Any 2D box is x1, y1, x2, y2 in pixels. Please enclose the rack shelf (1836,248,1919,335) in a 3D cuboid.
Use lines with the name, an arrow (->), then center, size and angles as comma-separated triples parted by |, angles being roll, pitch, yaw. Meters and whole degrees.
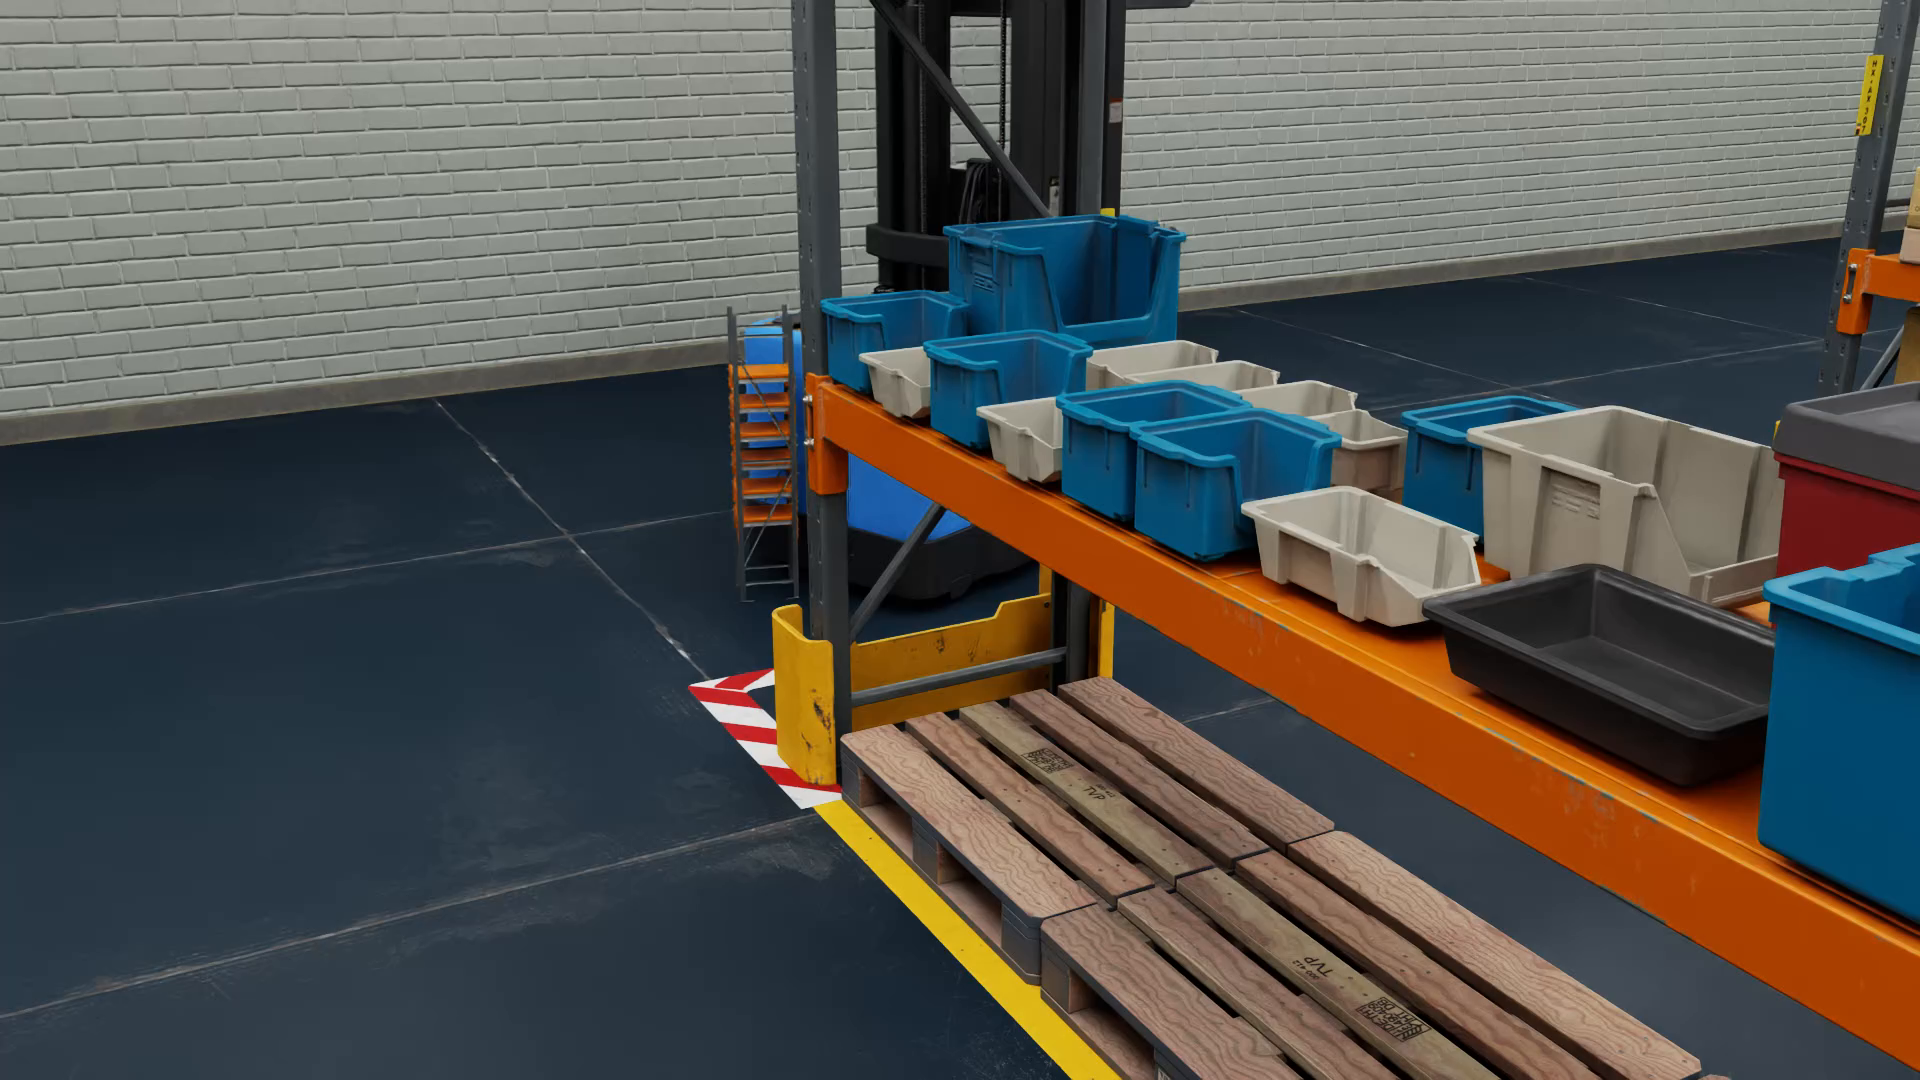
rack shelf -> 5.292, -0.607, 5.895 | 1.077, 0.370, 4.000 | -10, 21, -27

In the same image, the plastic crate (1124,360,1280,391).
plastic crate -> 0.655, -0.366, 4.407 | 0.396, 0.136, 0.243 | -10, 21, -27

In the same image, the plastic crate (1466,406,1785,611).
plastic crate -> 1.320, -0.045, 3.253 | 0.437, 0.282, 0.530 | -10, 21, -27

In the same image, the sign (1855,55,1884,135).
sign -> 3.851, -1.884, 7.043 | 0.100, 0.325, 0.005 | -10, 21, -27

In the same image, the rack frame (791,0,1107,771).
rack frame -> -0.017, -0.754, 5.218 | 1.000, 3.000, 0.127 | -10, 21, -27

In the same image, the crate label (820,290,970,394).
crate label -> -0.189, -0.581, 4.883 | 0.416, 0.233, 0.303 | -10, 21, -27

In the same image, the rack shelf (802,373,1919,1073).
rack shelf -> 0.933, 0.160, 3.672 | 1.077, 0.370, 4.000 | -10, 21, -27

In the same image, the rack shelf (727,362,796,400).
rack shelf -> -0.797, -0.640, 6.674 | 0.258, 0.103, 0.180 | -4, 20, -12

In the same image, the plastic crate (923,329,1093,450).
plastic crate -> 0.123, -0.392, 4.335 | 0.416, 0.233, 0.300 | -10, 21, -27

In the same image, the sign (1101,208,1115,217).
sign -> 0.460, -0.921, 5.452 | 0.100, 0.325, 0.005 | -10, 21, -27

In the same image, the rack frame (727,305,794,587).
rack frame -> -0.820, -0.373, 6.864 | 0.240, 1.200, 0.006 | -4, 20, -12

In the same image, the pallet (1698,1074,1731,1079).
pallet -> 1.499, 1.507, 2.940 | 1.003, 0.211, 1.213 | -10, 21, -27

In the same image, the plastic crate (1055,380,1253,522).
plastic crate -> 0.436, -0.203, 3.787 | 0.416, 0.233, 0.300 | -10, 21, -27

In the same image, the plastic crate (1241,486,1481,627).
plastic crate -> 0.791, 0.037, 3.237 | 0.293, 0.136, 0.466 | -10, 21, -27

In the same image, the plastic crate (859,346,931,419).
plastic crate -> -0.110, -0.431, 4.594 | 0.250, 0.136, 0.298 | -10, 21, -27

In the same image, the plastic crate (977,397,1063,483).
plastic crate -> 0.212, -0.236, 4.030 | 0.250, 0.136, 0.298 | -10, 21, -27

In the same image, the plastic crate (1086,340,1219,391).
plastic crate -> 0.530, -0.452, 4.654 | 0.396, 0.136, 0.243 | -10, 21, -27

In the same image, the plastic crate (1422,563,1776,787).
plastic crate -> 1.115, 0.216, 2.736 | 0.437, 0.125, 0.590 | -10, 21, -27

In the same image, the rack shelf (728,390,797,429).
rack shelf -> -0.798, -0.527, 6.714 | 0.258, 0.103, 0.180 | -4, 20, -12

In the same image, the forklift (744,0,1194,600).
forklift -> 0.397, -1.553, 7.637 | 1.130, 2.935, 3.031 | 15, 24, 37

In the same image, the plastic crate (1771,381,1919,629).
plastic crate -> 1.679, 0.040, 2.726 | 0.402, 0.464, 0.583 | -10, 21, -27

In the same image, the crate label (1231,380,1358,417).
crate label -> 0.808, -0.290, 4.186 | 0.396, 0.136, 0.243 | -10, 21, -27

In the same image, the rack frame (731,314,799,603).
rack frame -> -0.780, -0.313, 6.695 | 0.240, 1.200, 0.006 | -4, 20, -12

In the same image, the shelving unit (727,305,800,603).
shelving unit -> -0.800, -0.343, 6.780 | 0.258, 1.200, 0.189 | -4, 20, -12

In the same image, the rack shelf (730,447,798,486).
rack shelf -> -0.801, -0.301, 6.794 | 0.258, 0.103, 0.180 | -4, 20, -12

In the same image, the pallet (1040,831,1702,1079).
pallet -> 0.916, 1.157, 3.956 | 1.003, 0.211, 1.213 | -10, 21, -27

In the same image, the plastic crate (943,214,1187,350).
plastic crate -> 0.307, -0.732, 5.008 | 0.616, 0.435, 0.499 | -10, 21, -27

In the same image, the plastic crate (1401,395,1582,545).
plastic crate -> 1.184, -0.153, 3.642 | 0.416, 0.233, 0.300 | -10, 21, -27

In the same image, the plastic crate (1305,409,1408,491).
plastic crate -> 0.965, -0.208, 3.948 | 0.298, 0.136, 0.250 | -10, 21, -27

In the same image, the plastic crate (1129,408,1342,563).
plastic crate -> 0.578, -0.117, 3.538 | 0.416, 0.233, 0.300 | -10, 21, -27

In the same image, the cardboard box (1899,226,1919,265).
cardboard box -> 4.220, -1.250, 7.039 | 0.380, 0.149, 0.250 | -10, 21, -26

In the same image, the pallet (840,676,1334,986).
pallet -> 0.341, 0.807, 4.970 | 1.003, 0.211, 1.213 | -10, 21, -27

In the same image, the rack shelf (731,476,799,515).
rack shelf -> -0.802, -0.188, 6.835 | 0.258, 0.103, 0.180 | -4, 20, -12

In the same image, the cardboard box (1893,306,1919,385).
cardboard box -> 4.716, -0.544, 7.223 | 0.875, 0.875, 0.875 | -10, 21, -27

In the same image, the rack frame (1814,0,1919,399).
rack frame -> 4.342, -1.521, 7.442 | 1.000, 3.000, 0.127 | -10, 21, -27

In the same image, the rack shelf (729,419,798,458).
rack shelf -> -0.799, -0.414, 6.754 | 0.258, 0.103, 0.180 | -4, 20, -12

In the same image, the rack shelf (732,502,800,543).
rack shelf -> -0.803, -0.075, 6.875 | 0.258, 0.103, 0.180 | -4, 20, -12

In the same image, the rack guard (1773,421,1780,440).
rack guard -> 4.331, -0.347, 7.869 | 1.175, 0.500, 0.348 | -10, 21, -27

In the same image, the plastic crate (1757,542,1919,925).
plastic crate -> 1.361, 0.292, 2.119 | 0.392, 0.384, 0.575 | -10, 21, -27

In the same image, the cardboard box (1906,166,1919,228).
cardboard box -> 4.332, -1.411, 6.897 | 0.500, 0.250, 0.500 | -11, 22, -28

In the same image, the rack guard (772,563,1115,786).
rack guard -> -0.040, 0.423, 5.640 | 1.175, 0.500, 0.348 | -10, 21, -27
